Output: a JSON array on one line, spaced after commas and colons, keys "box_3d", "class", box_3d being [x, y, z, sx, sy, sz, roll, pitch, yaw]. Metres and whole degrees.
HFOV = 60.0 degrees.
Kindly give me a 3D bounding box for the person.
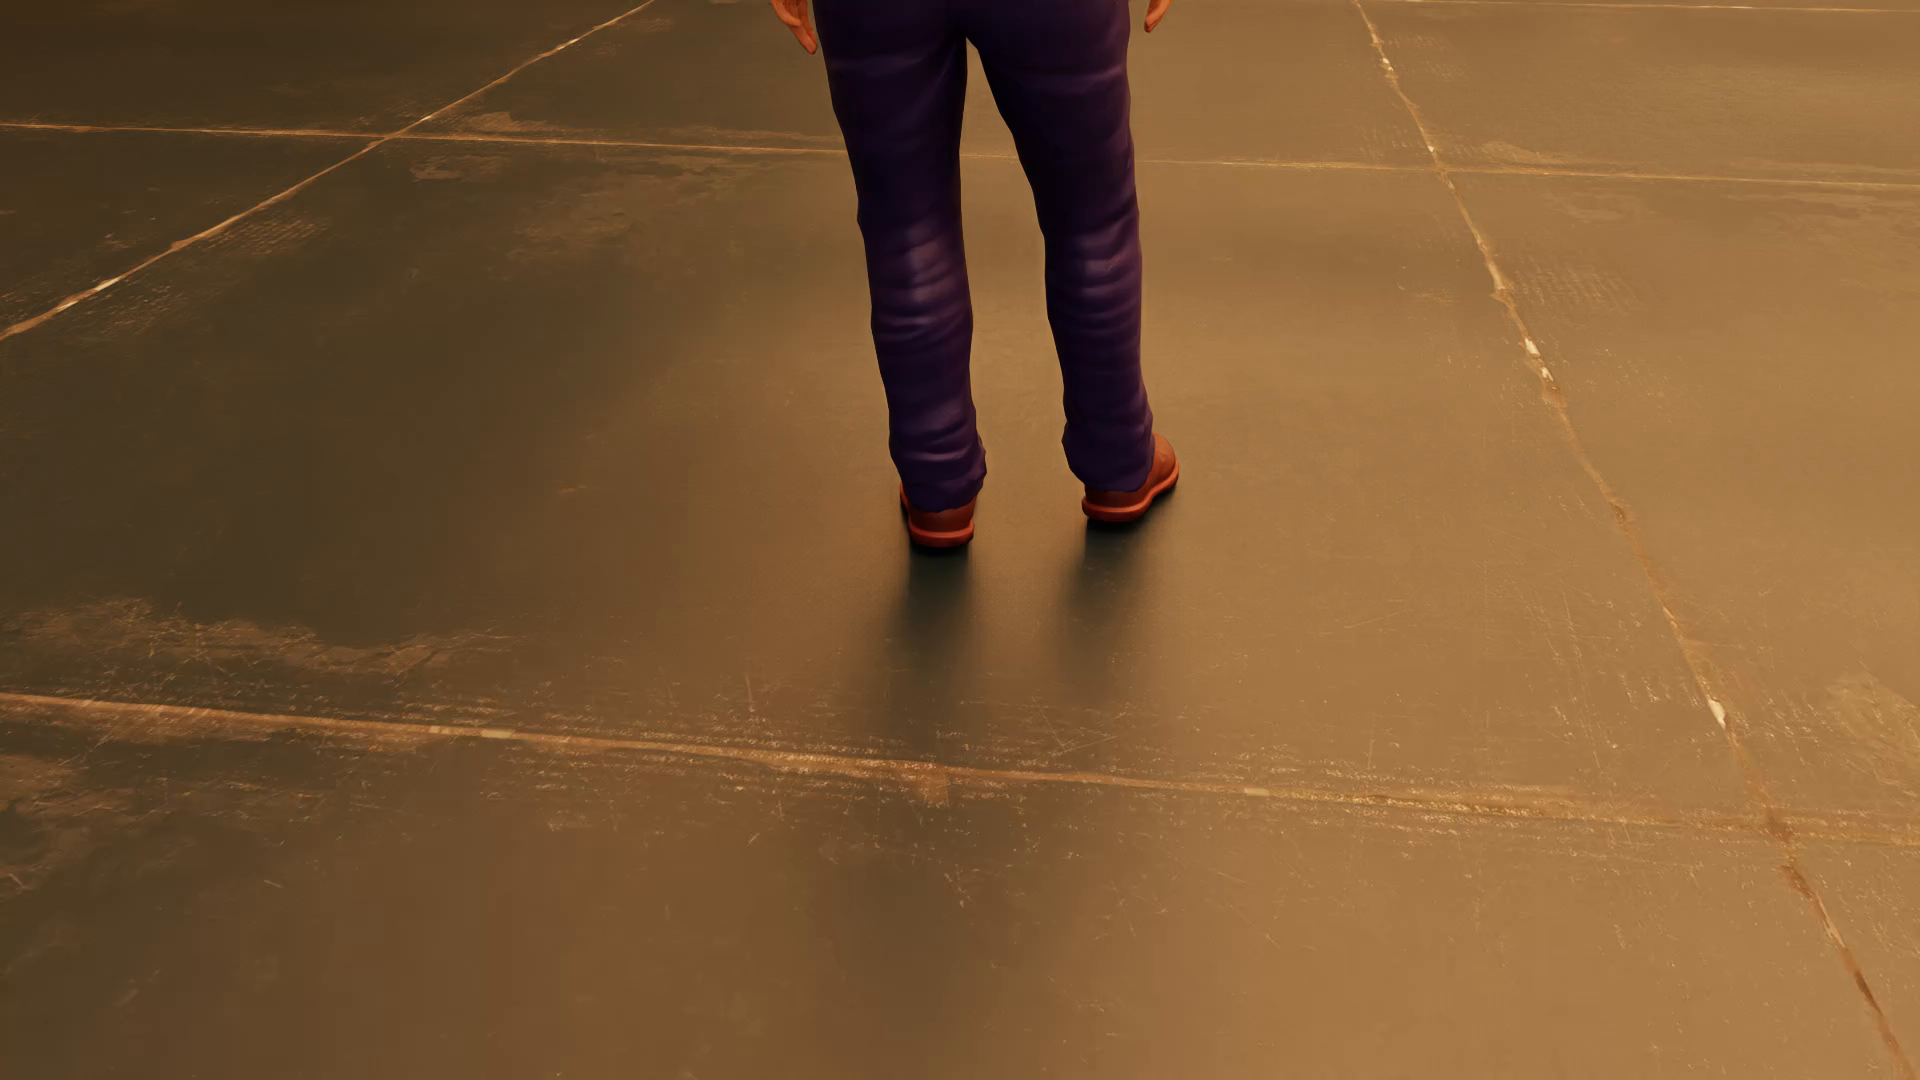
[{"box_3d": [0.034, -0.782, 2.205, 0.599, 1.650, 0.503, 3, 27, 7], "class": "person"}]
